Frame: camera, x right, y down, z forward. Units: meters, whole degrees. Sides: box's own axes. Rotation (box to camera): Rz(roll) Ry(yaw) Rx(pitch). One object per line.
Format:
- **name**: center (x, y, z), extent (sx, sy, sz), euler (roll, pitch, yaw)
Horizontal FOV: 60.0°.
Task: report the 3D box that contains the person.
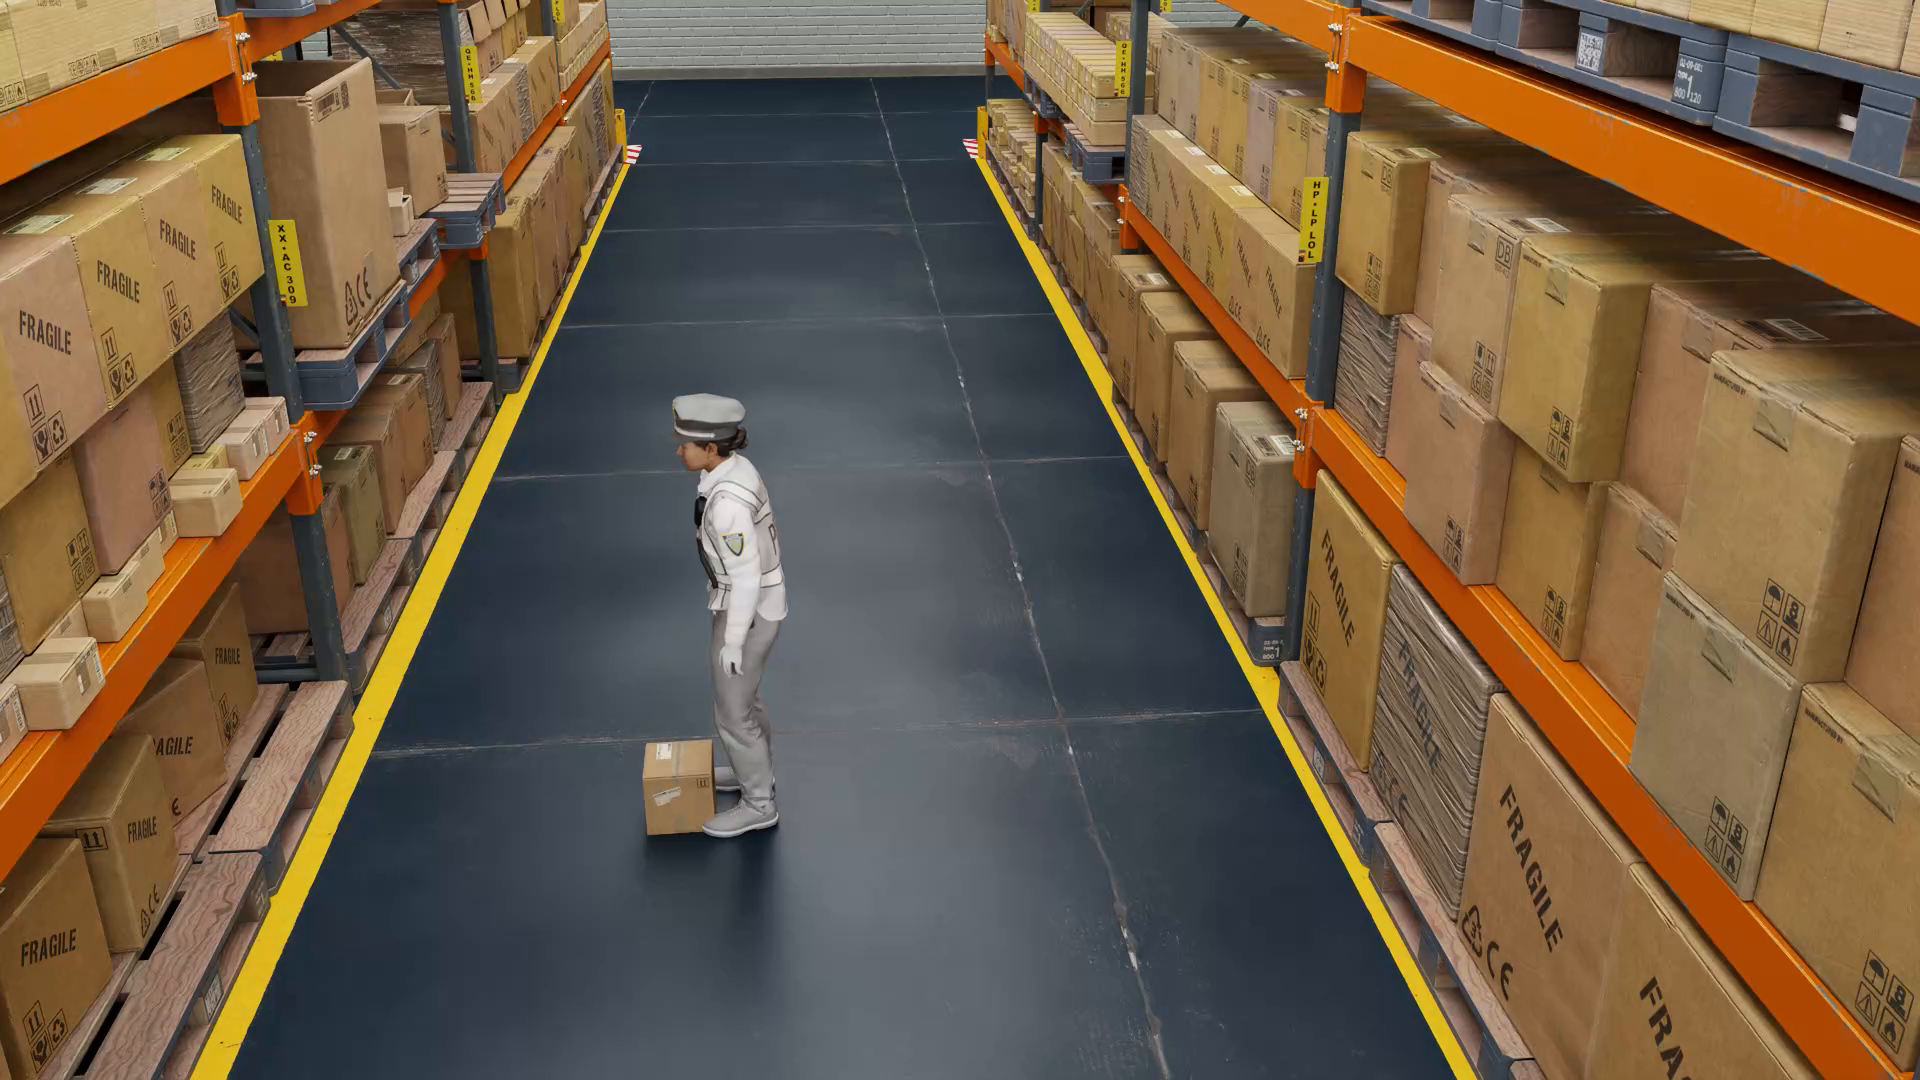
- **person**: center (-0.809, 0.272, 5.982), extent (0.376, 1.663, 0.544), euler (-4, 24, -8)
